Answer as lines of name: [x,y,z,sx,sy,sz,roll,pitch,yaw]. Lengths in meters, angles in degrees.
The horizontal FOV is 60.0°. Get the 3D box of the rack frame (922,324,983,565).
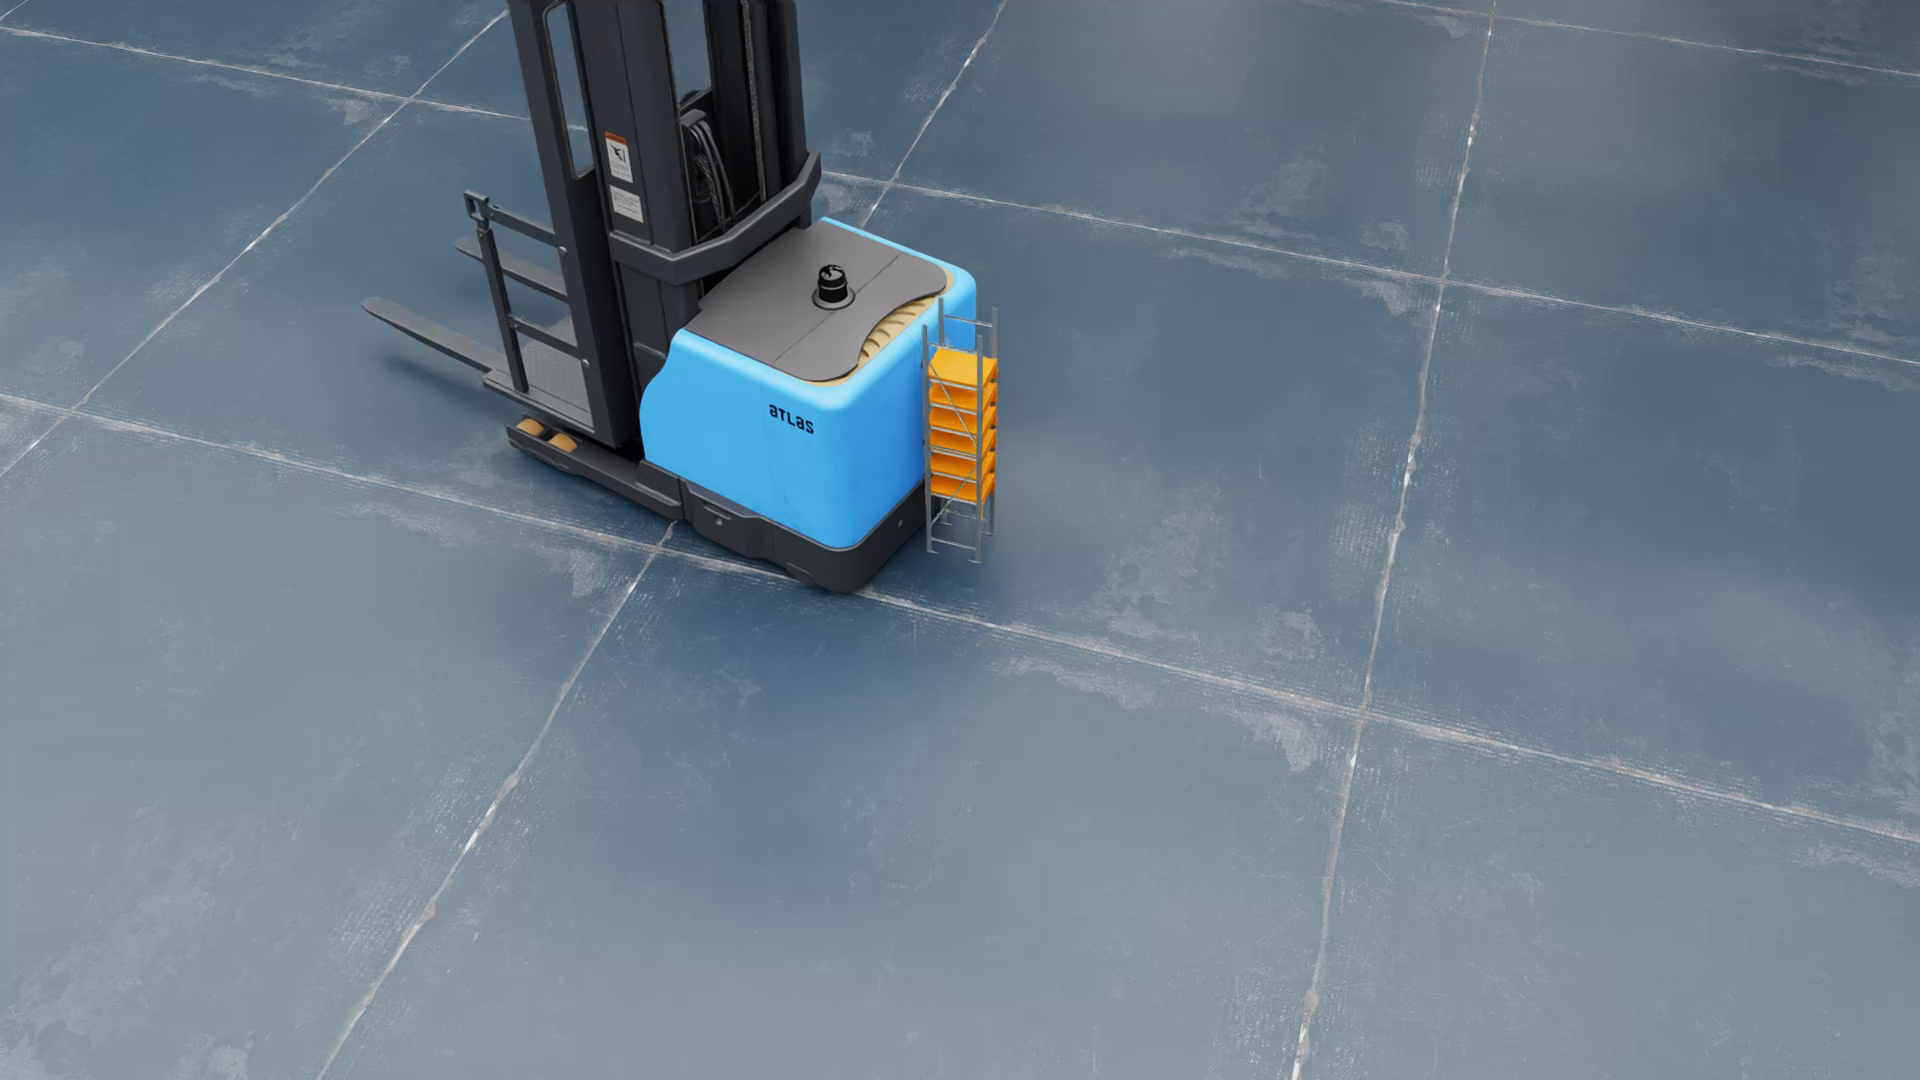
rack frame: [-0.027,-0.355,6.652,0.240,1.200,0.006,13,46,13]

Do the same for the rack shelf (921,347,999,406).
rack shelf: [0.002,-0.642,6.495,0.258,0.103,0.180,13,46,13]

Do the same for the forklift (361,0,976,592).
forklift: [-1.433,-1.640,6.729,3.031,2.935,1.130,25,49,23]

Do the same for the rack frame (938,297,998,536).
rack frame: [0.032,-0.476,6.777,0.240,1.200,0.006,13,46,13]

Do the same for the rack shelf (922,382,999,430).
rack shelf: [0.002,-0.556,6.578,0.258,0.103,0.180,13,46,13]

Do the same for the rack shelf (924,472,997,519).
rack shelf: [0.003,-0.211,6.913,0.258,0.103,0.180,13,46,13]

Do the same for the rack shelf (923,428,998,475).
rack shelf: [0.002,-0.384,6.745,0.258,0.103,0.180,13,46,13]

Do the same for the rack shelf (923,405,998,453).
rack shelf: [0.002,-0.470,6.662,0.258,0.103,0.180,13,46,13]

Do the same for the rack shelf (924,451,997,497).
rack shelf: [0.003,-0.297,6.829,0.258,0.103,0.180,13,46,13]

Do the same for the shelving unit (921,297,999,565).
shelving unit: [0.002,-0.415,6.715,0.258,1.200,0.189,13,46,13]
